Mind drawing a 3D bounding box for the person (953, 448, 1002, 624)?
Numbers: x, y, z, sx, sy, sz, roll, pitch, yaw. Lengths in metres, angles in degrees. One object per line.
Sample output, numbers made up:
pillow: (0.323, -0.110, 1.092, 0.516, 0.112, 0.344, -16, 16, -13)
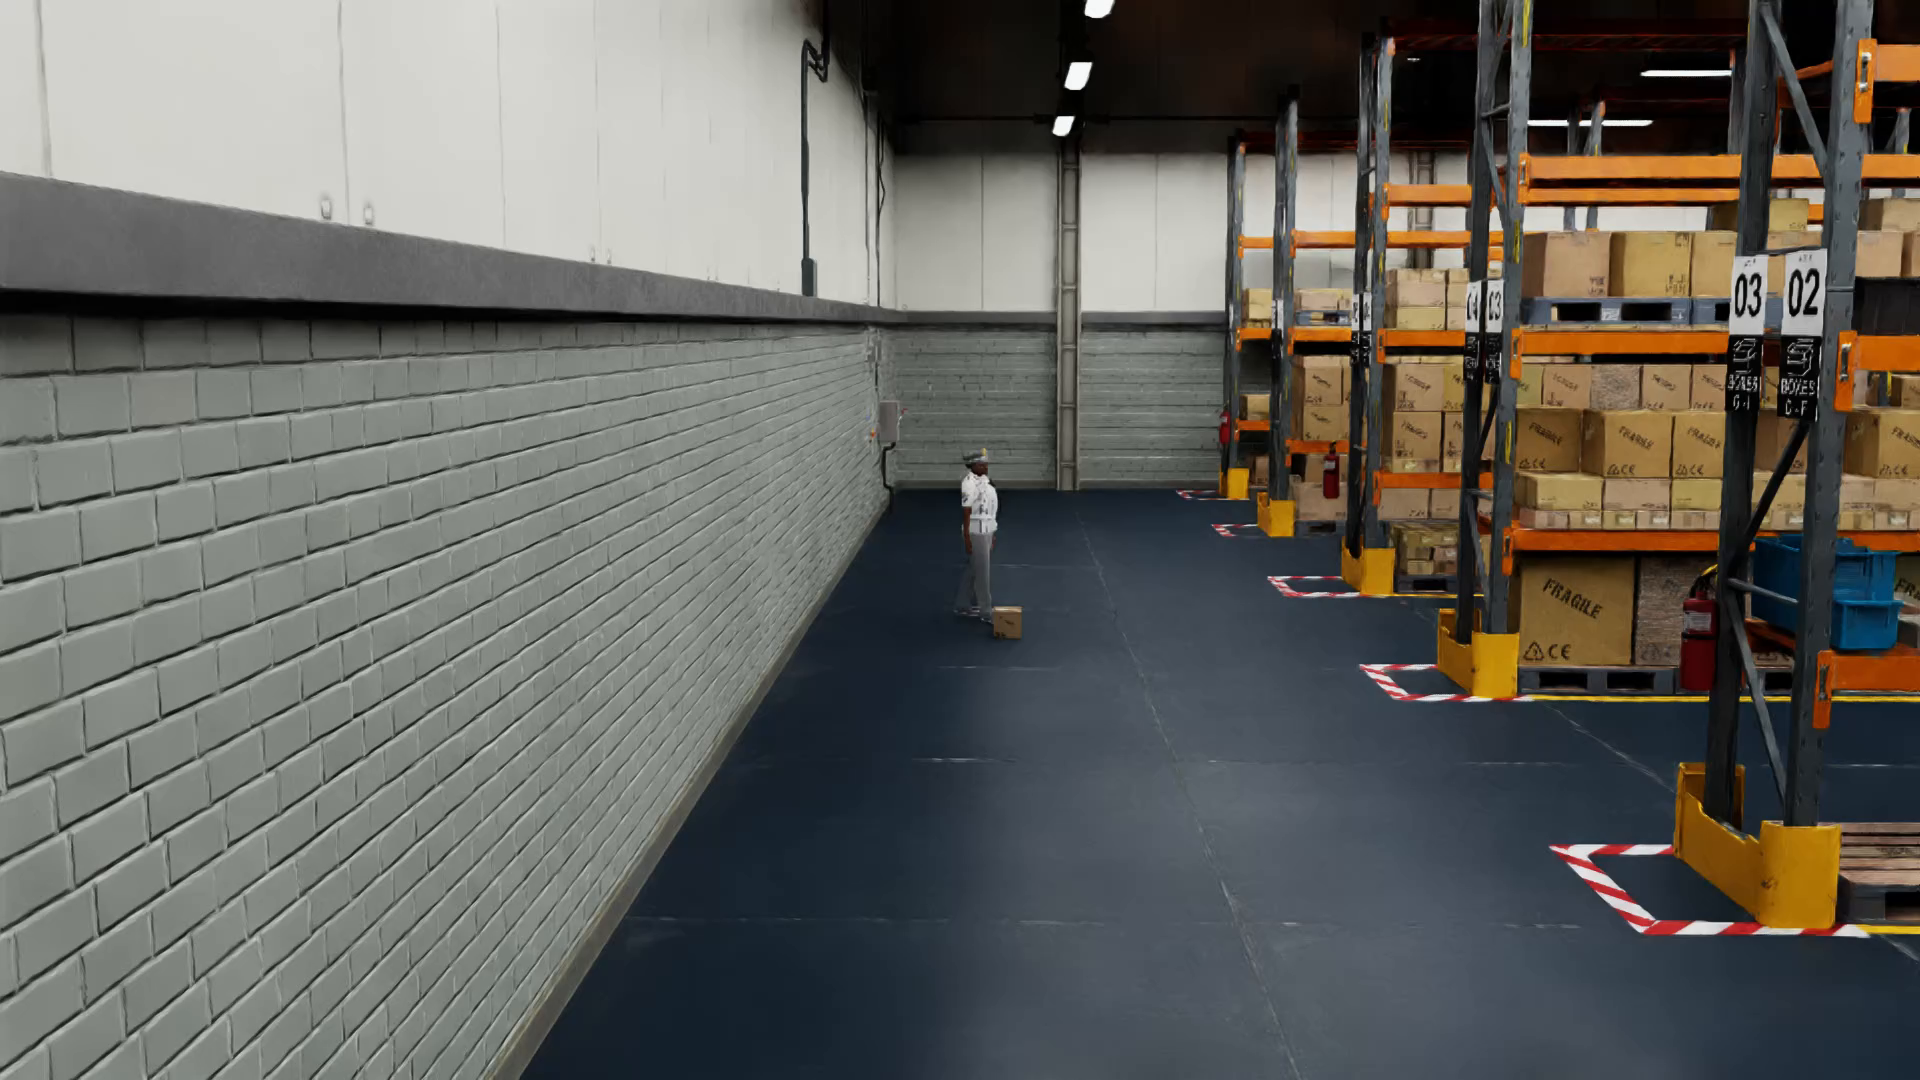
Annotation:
person: (0.206, -0.058, 16.068, 0.635, 1.674, 0.441, 3, 8, 25)
